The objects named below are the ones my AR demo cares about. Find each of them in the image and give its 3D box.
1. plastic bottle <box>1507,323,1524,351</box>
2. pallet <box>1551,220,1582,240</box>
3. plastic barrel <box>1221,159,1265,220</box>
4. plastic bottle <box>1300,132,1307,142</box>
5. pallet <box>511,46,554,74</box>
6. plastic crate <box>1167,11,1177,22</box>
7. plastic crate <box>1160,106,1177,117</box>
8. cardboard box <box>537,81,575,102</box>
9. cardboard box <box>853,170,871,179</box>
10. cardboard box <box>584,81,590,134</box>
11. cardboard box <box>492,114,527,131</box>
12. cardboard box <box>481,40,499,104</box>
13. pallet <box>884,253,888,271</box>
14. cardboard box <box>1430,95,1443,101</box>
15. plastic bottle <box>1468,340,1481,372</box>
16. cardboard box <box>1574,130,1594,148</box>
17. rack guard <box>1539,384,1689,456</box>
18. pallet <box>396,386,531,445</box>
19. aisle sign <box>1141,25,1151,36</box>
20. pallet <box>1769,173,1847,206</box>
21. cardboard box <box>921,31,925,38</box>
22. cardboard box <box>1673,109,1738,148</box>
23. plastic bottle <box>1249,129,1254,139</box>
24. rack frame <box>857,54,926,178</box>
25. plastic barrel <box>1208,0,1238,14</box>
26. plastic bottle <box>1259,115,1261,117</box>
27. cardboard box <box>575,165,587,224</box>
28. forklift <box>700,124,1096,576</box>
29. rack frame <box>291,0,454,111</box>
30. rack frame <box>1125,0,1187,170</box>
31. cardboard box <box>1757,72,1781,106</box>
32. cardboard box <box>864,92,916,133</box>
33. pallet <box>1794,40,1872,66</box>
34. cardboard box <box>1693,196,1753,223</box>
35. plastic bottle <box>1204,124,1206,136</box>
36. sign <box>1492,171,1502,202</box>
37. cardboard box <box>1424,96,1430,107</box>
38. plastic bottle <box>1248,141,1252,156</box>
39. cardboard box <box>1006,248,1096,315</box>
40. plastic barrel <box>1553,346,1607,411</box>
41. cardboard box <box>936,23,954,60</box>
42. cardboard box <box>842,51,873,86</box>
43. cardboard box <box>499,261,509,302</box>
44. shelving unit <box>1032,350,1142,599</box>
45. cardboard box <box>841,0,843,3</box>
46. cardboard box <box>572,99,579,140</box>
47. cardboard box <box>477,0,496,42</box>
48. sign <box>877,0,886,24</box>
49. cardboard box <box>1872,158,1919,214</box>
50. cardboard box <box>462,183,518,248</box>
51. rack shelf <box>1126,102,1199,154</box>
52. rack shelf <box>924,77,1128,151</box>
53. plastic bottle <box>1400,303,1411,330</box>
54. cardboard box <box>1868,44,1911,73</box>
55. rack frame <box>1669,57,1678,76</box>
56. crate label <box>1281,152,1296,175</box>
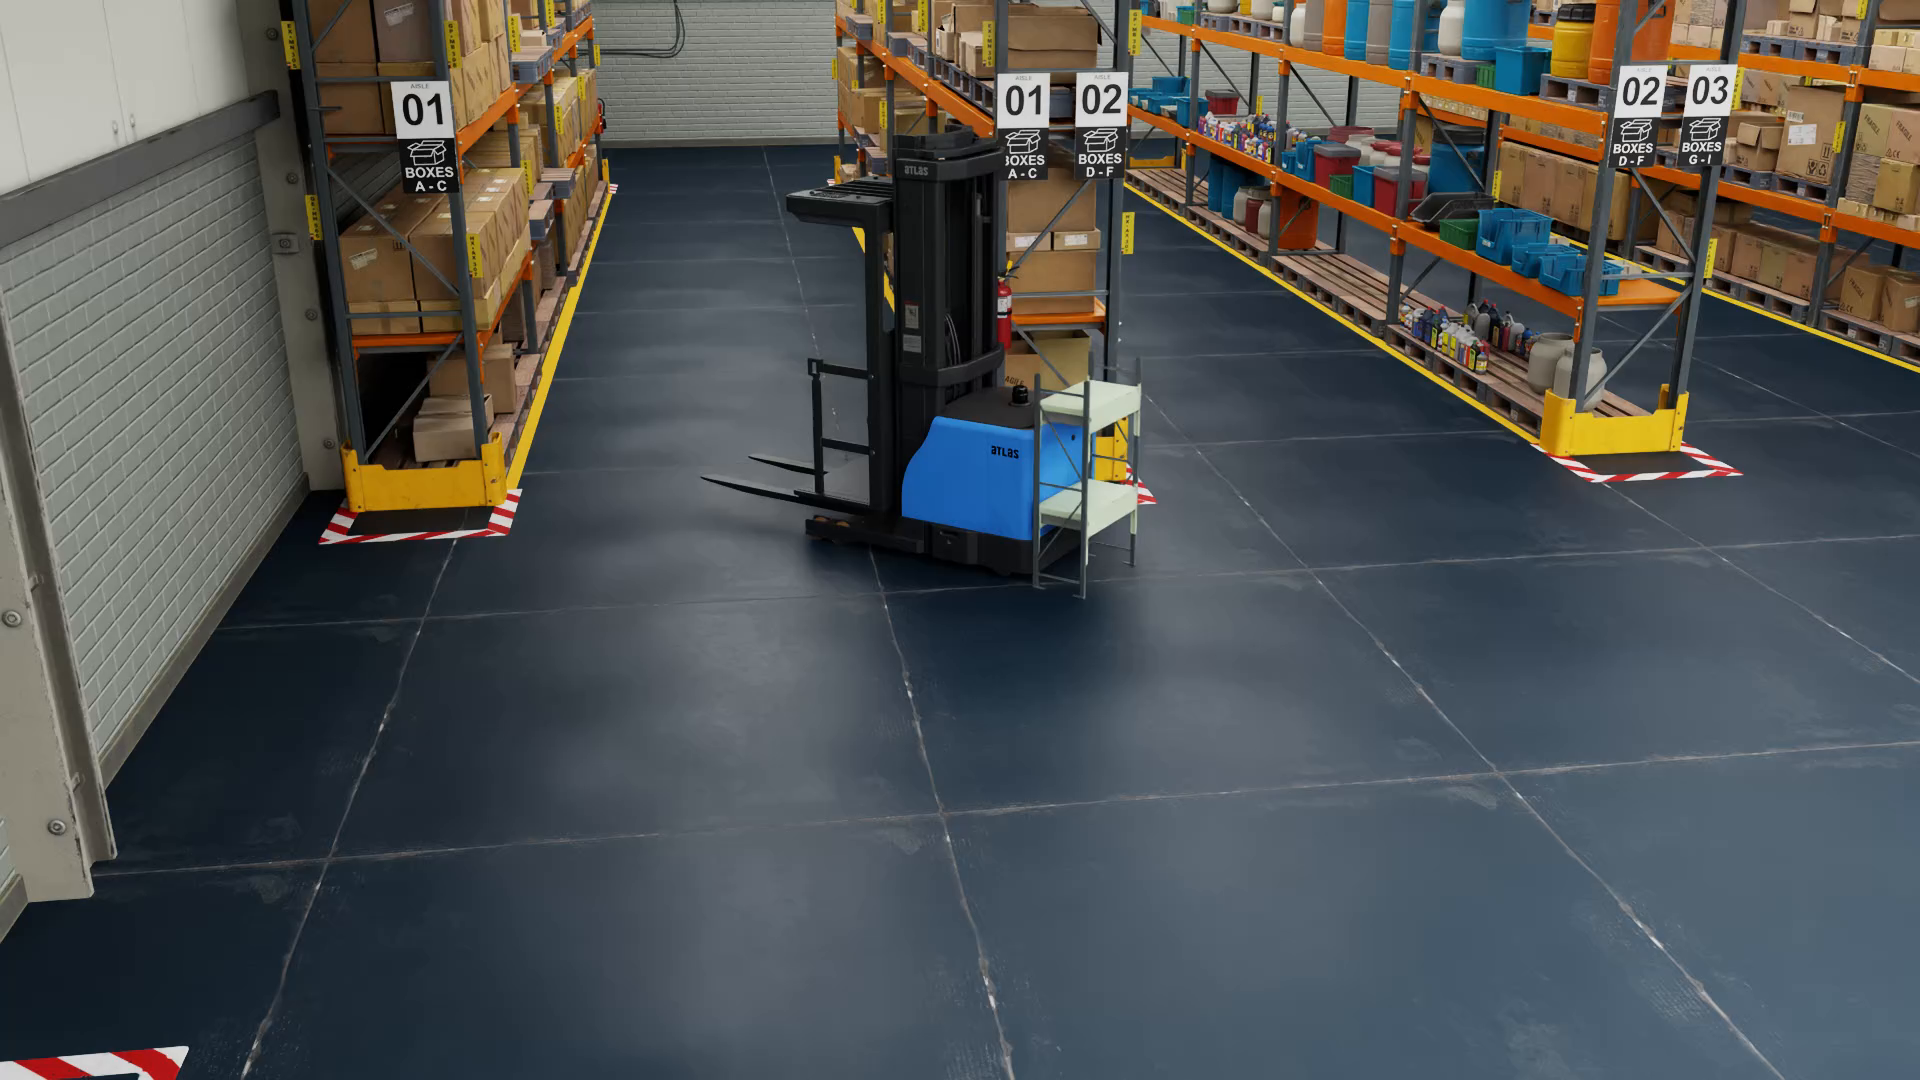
[{"bbox_3d":[5.555,-2.049,16.680,0.152,0.276,0.135,-3,21,-7],"label":"plastic bottle"},{"bbox_3d":[9.196,-4.589,24.201,1.003,0.211,1.213,-3,21,-8],"label":"pallet"},{"bbox_3d":[4.094,-5.112,24.014,0.600,0.901,0.708,-3,21,-8],"label":"plastic barrel"},{"bbox_3d":[4.655,-5.381,22.520,0.097,0.271,0.097,0,20,0],"label":"plastic bottle"},{"bbox_3d":[-4.857,-4.958,17.185,1.213,0.211,1.003,-3,21,-8],"label":"pallet"},{"bbox_3d":[3.370,-8.035,25.532,0.293,0.136,0.466,-3,21,-8],"label":"plastic crate"},{"bbox_3d":[3.381,-6.825,26.492,0.293,0.136,0.466,-3,21,-8],"label":"plastic crate"},{"bbox_3d":[-5.489,-6.053,22.467,0.500,0.250,0.500,-2,21,-7],"label":"cardboard box"},{"bbox_3d":[-1.335,-5.302,25.068,0.500,0.500,0.500,-3,21,-8],"label":"cardboard box"},{"bbox_3d":[-6.035,-6.415,24.675,0.980,0.700,0.700,-3,21,-9],"label":"cardboard box"},{"bbox_3d":[-5.157,-4.776,19.017,0.380,0.149,0.250,-6,21,-17],"label":"cardboard box"},{"bbox_3d":[-4.225,-3.996,14.170,0.500,0.500,0.500,-4,21,-10],"label":"cardboard box"},{"bbox_3d":[-0.466,-3.653,21.695,1.003,0.211,1.213,-3,21,-8],"label":"pallet"},{"bbox_3d":[8.207,-7.502,27.806,0.500,0.250,0.500,-4,21,-10],"label":"cardboard box"},{"bbox_3d":[4.926,-1.764,15.906,0.061,0.283,0.133,-2,21,-6],"label":"plastic bottle"},{"bbox_3d":[8.947,-5.755,23.194,0.500,0.500,0.500,-4,21,-10],"label":"cardboard box"},{"bbox_3d":[5.602,-1.030,14.260,1.175,0.500,0.348,-3,21,-8],"label":"rack guard"},{"bbox_3d":[-4.409,-1.102,14.866,1.003,0.211,1.213,-3,21,-8],"label":"pallet"},{"bbox_3d":[3.049,-8.945,28.163,0.394,0.787,0.004,-3,21,-8],"label":"aisle sign"},{"bbox_3d":[10.018,-3.994,18.898,1.003,0.211,1.213,-3,21,-8],"label":"pallet"},{"bbox_3d":[-0.181,-5.896,19.041,0.500,0.250,0.500,-2,21,-6],"label":"cardboard box"},{"bbox_3d":[9.525,-5.256,21.258,0.500,0.500,0.500,-6,21,-14],"label":"cardboard box"},{"bbox_3d":[3.977,-5.478,22.763,0.061,0.283,0.133,-3,21,-8],"label":"plastic bottle"},{"bbox_3d":[-0.972,-6.084,24.218,1.000,3.000,0.127,-3,21,-8],"label":"rack frame"},{"bbox_3d":[3.758,-7.803,23.739,0.433,0.535,0.433,0,20,0],"label":"plastic barrel"},{"bbox_3d":[4.385,-6.080,24.374,0.061,0.283,0.133,-3,21,-8],"label":"plastic bottle"},{"bbox_3d":[-5.651,-4.804,23.263,0.750,0.750,0.750,-3,21,-7],"label":"cardboard box"},{"bbox_3d":[-0.543,-1.485,12.004,3.031,2.935,1.130,12,23,28],"label":"forklift"},{"bbox_3d":[-4.144,-4.488,11.372,1.000,3.000,0.127,-3,21,-8],"label":"rack frame"},{"bbox_3d":[3.353,-7.717,28.591,1.000,3.000,0.127,-3,21,-8],"label":"rack frame"},{"bbox_3d":[13.331,-7.316,26.950,0.500,0.500,0.500,-3,21,-9],"label":"cardboard box"},{"bbox_3d":[-0.963,-5.917,23.028,0.700,0.500,0.500,0,20,1],"label":"cardboard box"},{"bbox_3d":[10.001,-5.349,18.231,1.213,0.211,1.003,-3,21,-8],"label":"pallet"},{"bbox_3d":[9.621,-4.170,20.966,0.500,0.250,0.500,-1,20,-2],"label":"cardboard box"},{"bbox_3d":[3.615,-6.005,24.292,0.097,0.201,0.097,0,20,0],"label":"plastic bottle"},{"bbox_3d":[5.629,-3.716,17.483,0.100,0.325,0.005,-3,21,-8],"label":"sign"},{"bbox_3d":[8.094,-7.442,28.214,0.380,0.149,0.250,-3,21,-9],"label":"cardboard box"},{"bbox_3d":[3.924,-5.262,22.302,0.097,0.201,0.097,0,20,0],"label":"plastic bottle"},{"bbox_3d":[0.703,-2.138,13.511,0.700,0.500,0.500,-3,21,-8],"label":"cardboard box"},{"bbox_3d":[5.489,-1.433,14.721,0.421,0.512,0.421,0,20,0],"label":"plastic barrel"},{"bbox_3d":[0.071,-4.565,15.191,0.500,0.311,0.500,-4,21,-11],"label":"cardboard box"},{"bbox_3d":[-1.596,-7.463,26.338,0.500,0.500,0.500,-3,21,-7],"label":"cardboard box"},{"bbox_3d":[-4.056,-2.158,13.892,0.500,0.250,0.500,-3,21,-9],"label":"cardboard box"},{"bbox_3d":[0.863,-0.455,11.285,0.431,1.500,0.755,12,24,31],"label":"shelving unit"},{"bbox_3d":[-1.589,-8.501,25.901,0.500,0.250,0.500,-3,21,-8],"label":"cardboard box"},{"bbox_3d":[-5.474,-5.705,22.607,0.500,0.500,0.500,-3,21,-7],"label":"cardboard box"},{"bbox_3d":[-4.205,-4.463,13.991,0.500,0.500,0.500,-4,21,-10],"label":"cardboard box"},{"bbox_3d":[-0.933,-6.320,19.823,0.100,0.325,0.005,-3,21,-8],"label":"sign"},{"bbox_3d":[10.025,-3.665,17.173,0.875,0.500,0.500,-3,21,-8],"label":"cardboard box"},{"bbox_3d":[-4.207,-2.858,14.694,0.500,0.500,0.500,-4,21,-9],"label":"cardboard box"},{"bbox_3d":[3.642,-6.688,26.863,1.077,0.370,4.000,-3,21,-8],"label":"rack shelf"},{"bbox_3d":[0.469,-3.690,14.549,1.077,0.370,4.000,-3,21,-8],"label":"rack shelf"},{"bbox_3d":[4.695,-2.358,17.513,0.097,0.271,0.097,0,20,0],"label":"plastic bottle"},{"bbox_3d":[9.796,-4.978,17.186,0.500,0.250,0.500,-4,21,-10],"label":"cardboard box"},{"bbox_3d":[13.177,-8.182,29.836,1.000,3.000,0.127,-3,21,-8],"label":"rack frame"},{"bbox_3d":[4.196,-4.704,20.763,0.303,0.233,0.416,-3,21,-8],"label":"crate label"}]
